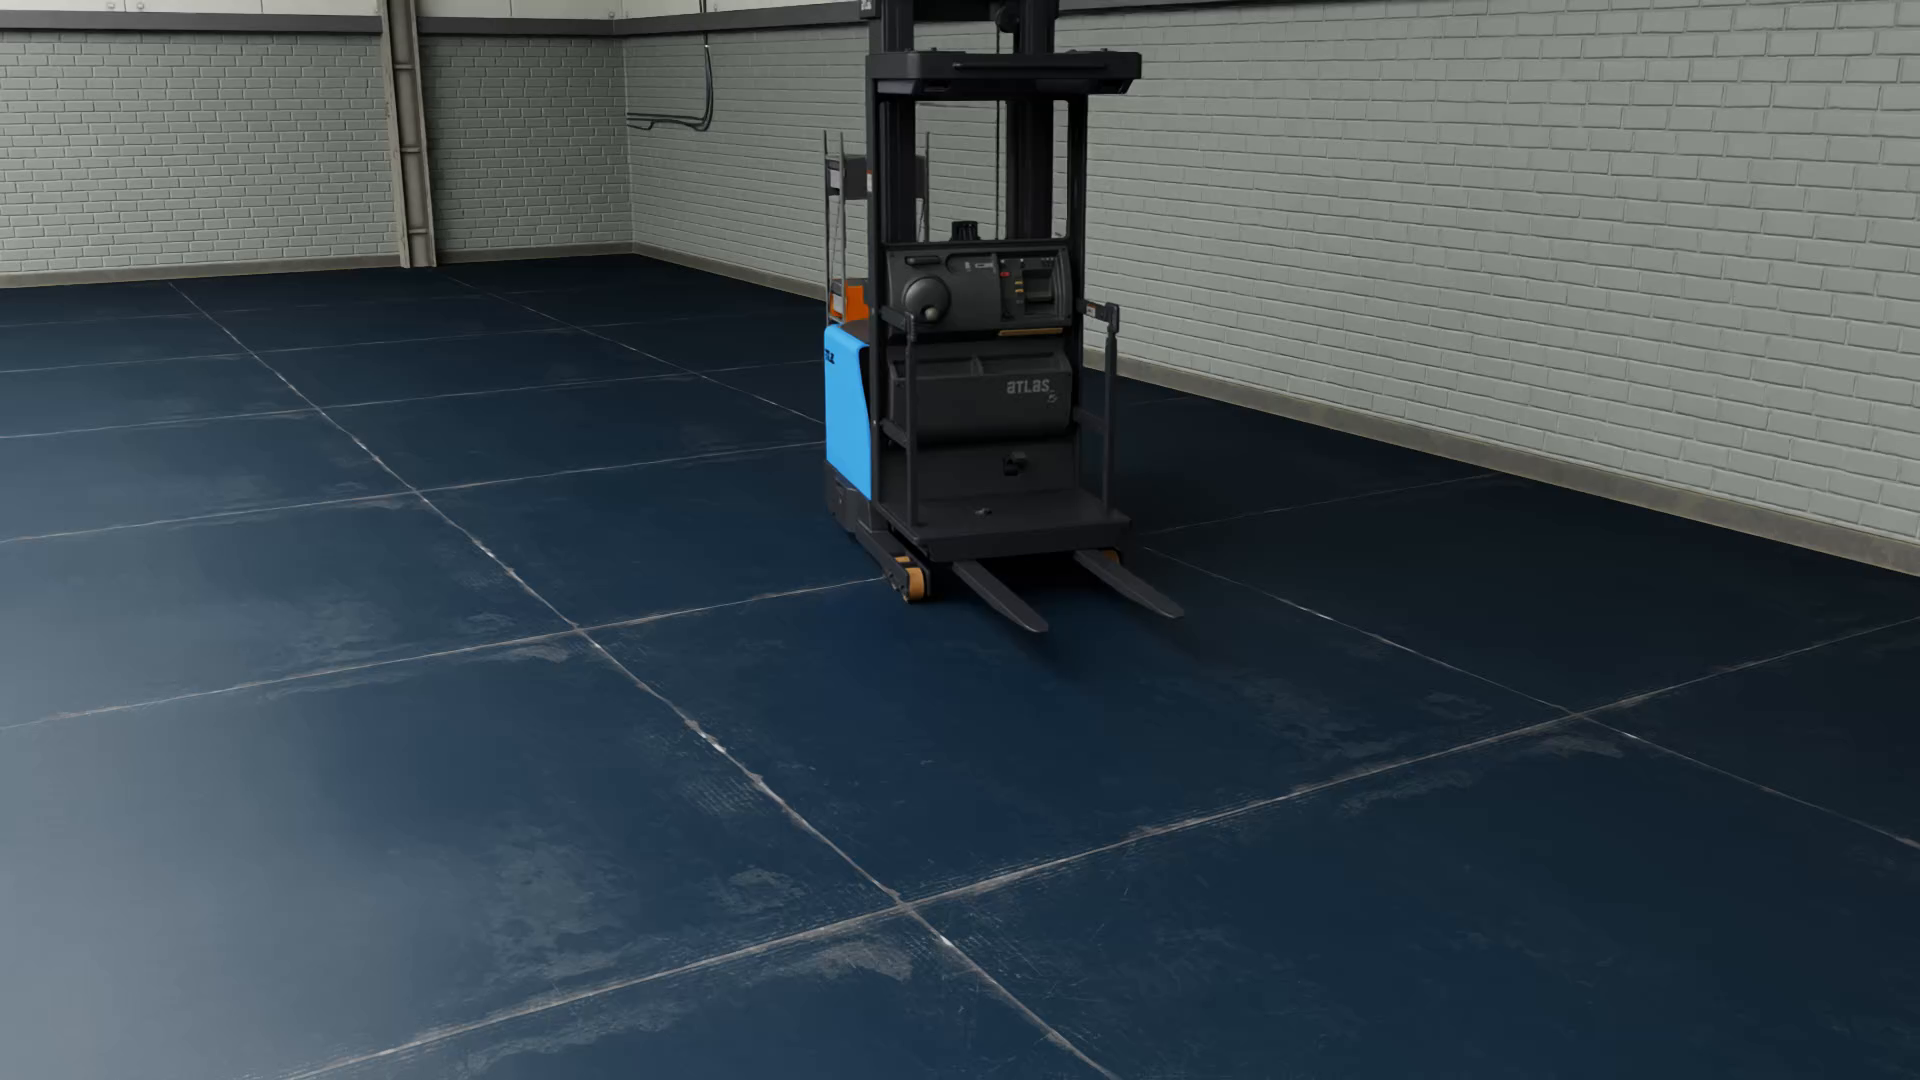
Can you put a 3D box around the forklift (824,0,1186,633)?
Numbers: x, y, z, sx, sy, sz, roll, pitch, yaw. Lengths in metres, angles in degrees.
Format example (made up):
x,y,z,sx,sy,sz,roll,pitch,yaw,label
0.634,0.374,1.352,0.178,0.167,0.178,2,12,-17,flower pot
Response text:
x,y,z,sx,sy,sz,roll,pitch,yaw,label
0.166,-1.240,7.903,1.130,2.935,3.031,-5,16,-17,forklift

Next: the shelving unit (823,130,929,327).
x,y,z,sx,sy,sz,roll,pitch,yaw,label
-0.477,-1.281,9.591,0.503,2.100,0.431,-5,16,-18,shelving unit

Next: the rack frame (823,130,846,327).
x,y,z,sx,sy,sz,roll,pitch,yaw,label
-0.708,-1.260,9.516,0.015,2.100,0.400,-5,16,-18,rack frame

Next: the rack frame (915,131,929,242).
x,y,z,sx,sy,sz,roll,pitch,yaw,label
-0.245,-1.302,9.666,0.015,2.100,0.400,-5,16,-18,rack frame

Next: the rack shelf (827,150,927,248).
x,y,z,sx,sy,sz,roll,pitch,yaw,label
-0.477,-1.942,9.405,0.480,0.518,0.431,-5,16,-18,rack shelf

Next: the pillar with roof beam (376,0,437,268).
x,y,z,sx,sy,sz,roll,pitch,yaw,label
-4.813,-6.894,16.831,0.400,9.000,9.100,-9,18,-30,pillar with roof beam

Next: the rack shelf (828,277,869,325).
x,y,z,sx,sy,sz,roll,pitch,yaw,label
-0.477,-1.268,9.594,0.480,0.518,0.431,-5,16,-18,rack shelf

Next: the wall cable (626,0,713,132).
x,y,z,sx,sy,sz,roll,pitch,yaw,label
-3.824,-6.498,21.173,0.112,2.526,3.097,-9,18,-30,wall cable
